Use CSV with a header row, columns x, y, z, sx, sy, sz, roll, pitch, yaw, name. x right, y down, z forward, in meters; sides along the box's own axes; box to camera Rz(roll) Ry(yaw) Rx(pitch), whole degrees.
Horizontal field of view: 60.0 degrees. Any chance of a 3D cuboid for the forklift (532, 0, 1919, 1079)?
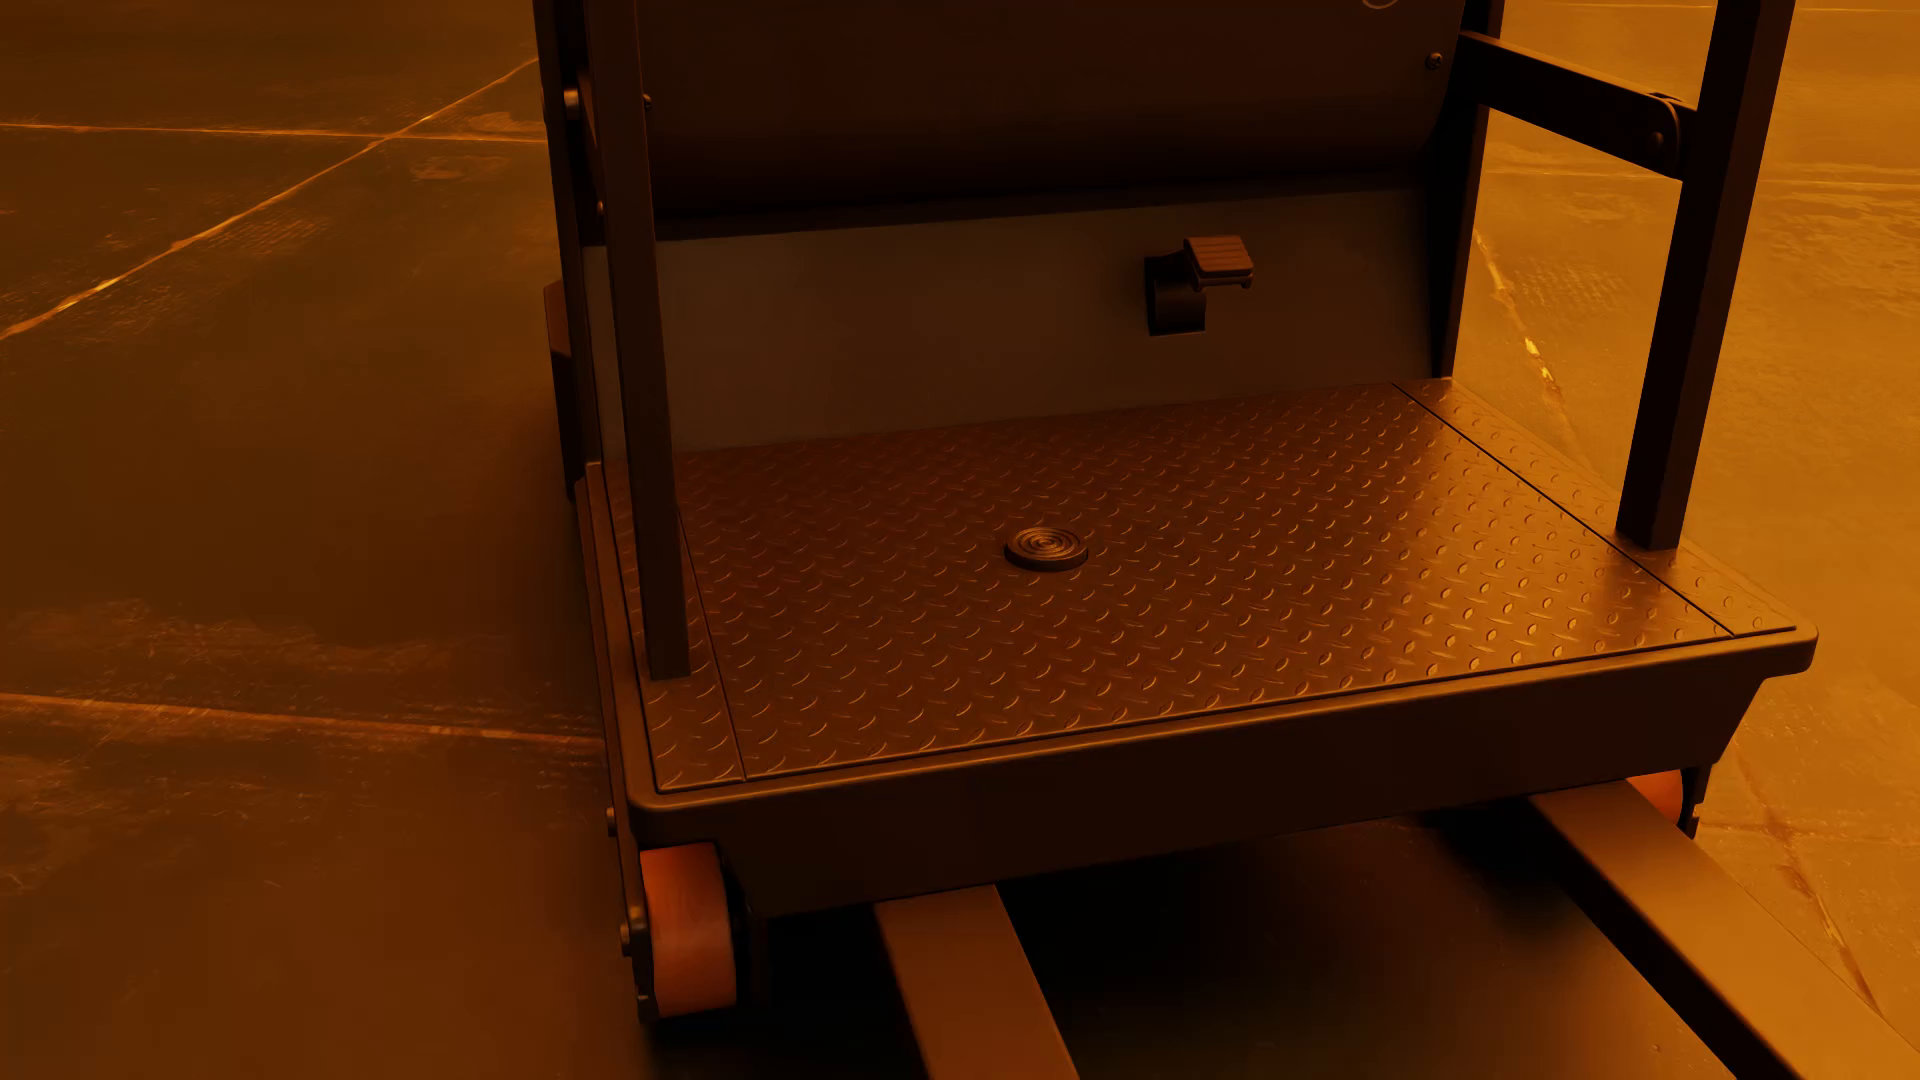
x,y,z,sx,sy,sz,roll,pitch,yaw,name
0.153,-1.049,1.319,1.130,2.935,3.031,-7,27,-13,forklift
